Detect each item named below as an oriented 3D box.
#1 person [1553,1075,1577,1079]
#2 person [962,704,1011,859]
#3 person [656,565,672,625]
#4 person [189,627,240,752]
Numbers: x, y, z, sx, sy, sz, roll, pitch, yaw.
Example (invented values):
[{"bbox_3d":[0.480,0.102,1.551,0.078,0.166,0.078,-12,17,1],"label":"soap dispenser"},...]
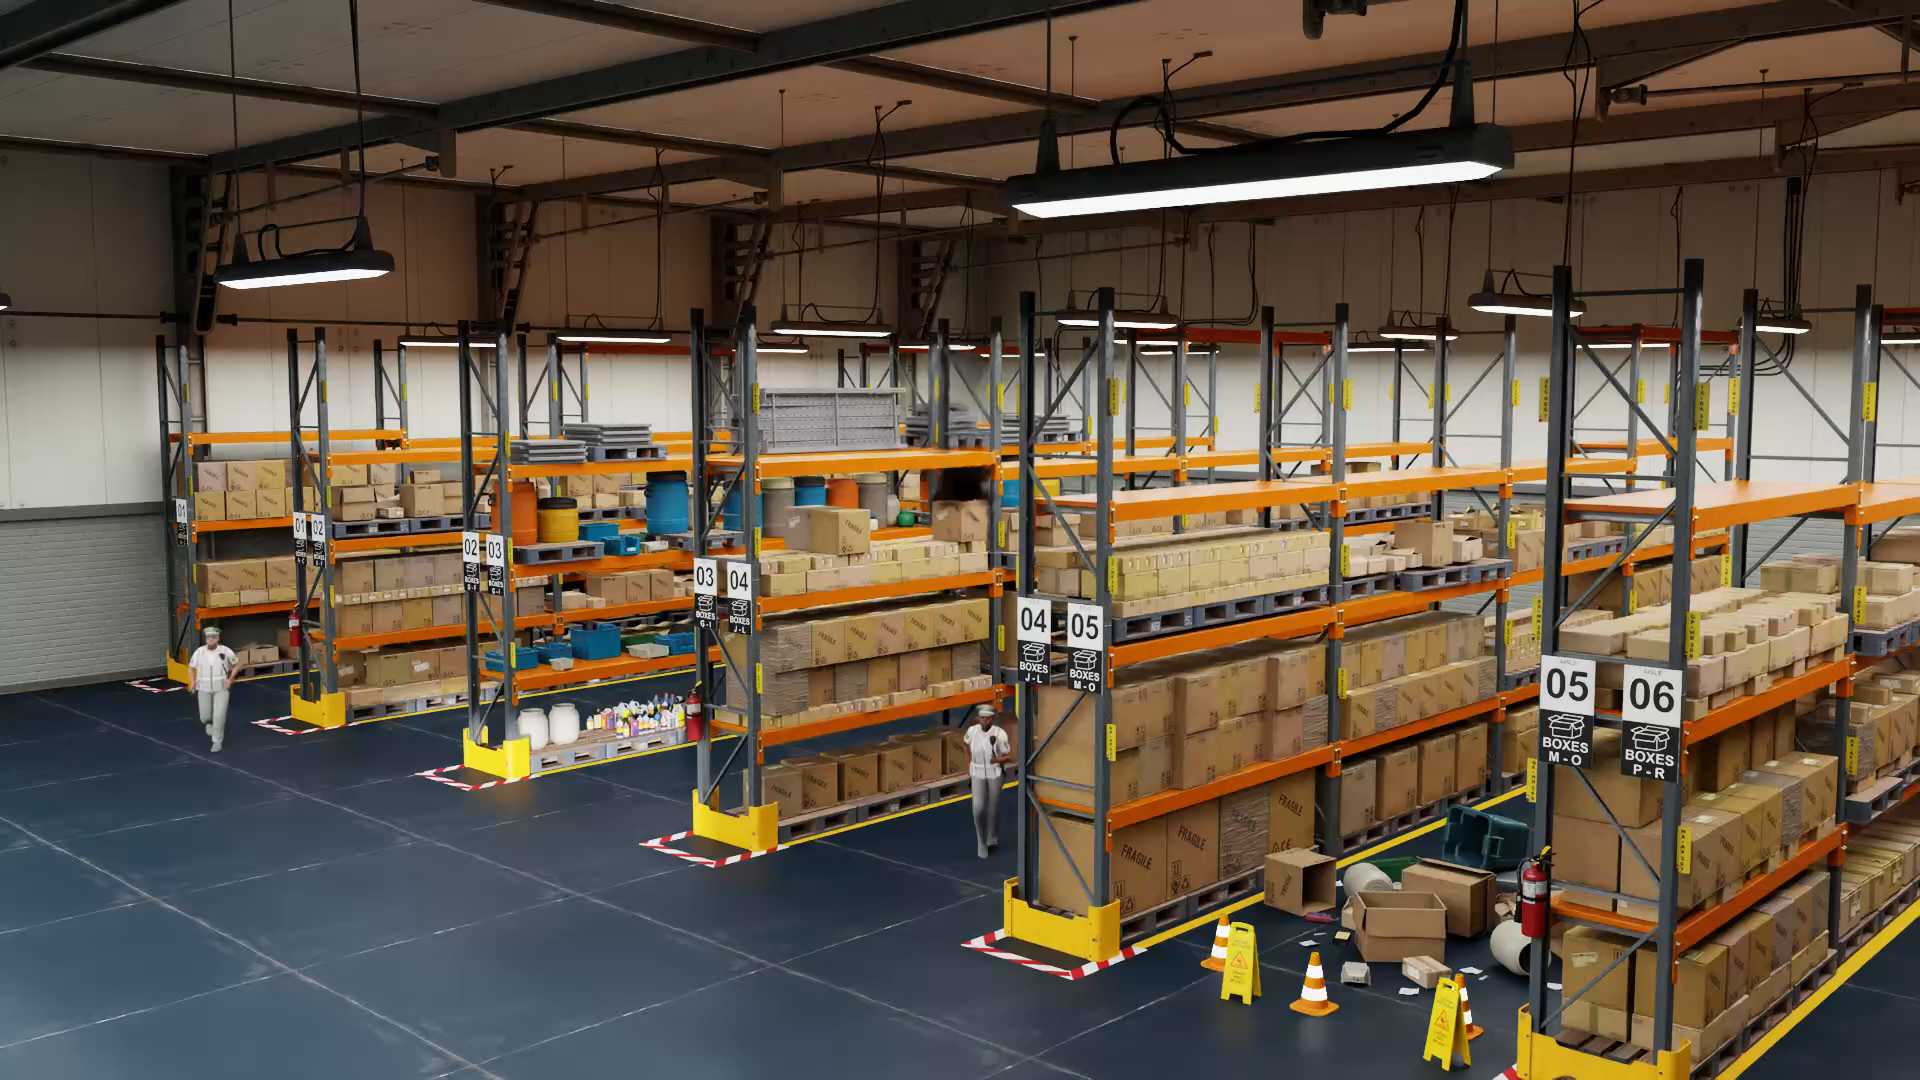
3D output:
[{"bbox_3d":[3.075,3.562,8.592,0.609,1.628,0.827,2,6,20],"label":"person"},{"bbox_3d":[0.281,2.632,18.246,0.576,1.733,0.776,1,5,9],"label":"person"},{"bbox_3d":[-5.820,1.296,32.649,0.536,1.603,0.875,5,7,40],"label":"person"},{"bbox_3d":[-10.593,2.094,23.638,0.672,1.758,0.655,-2,6,-18],"label":"person"}]
